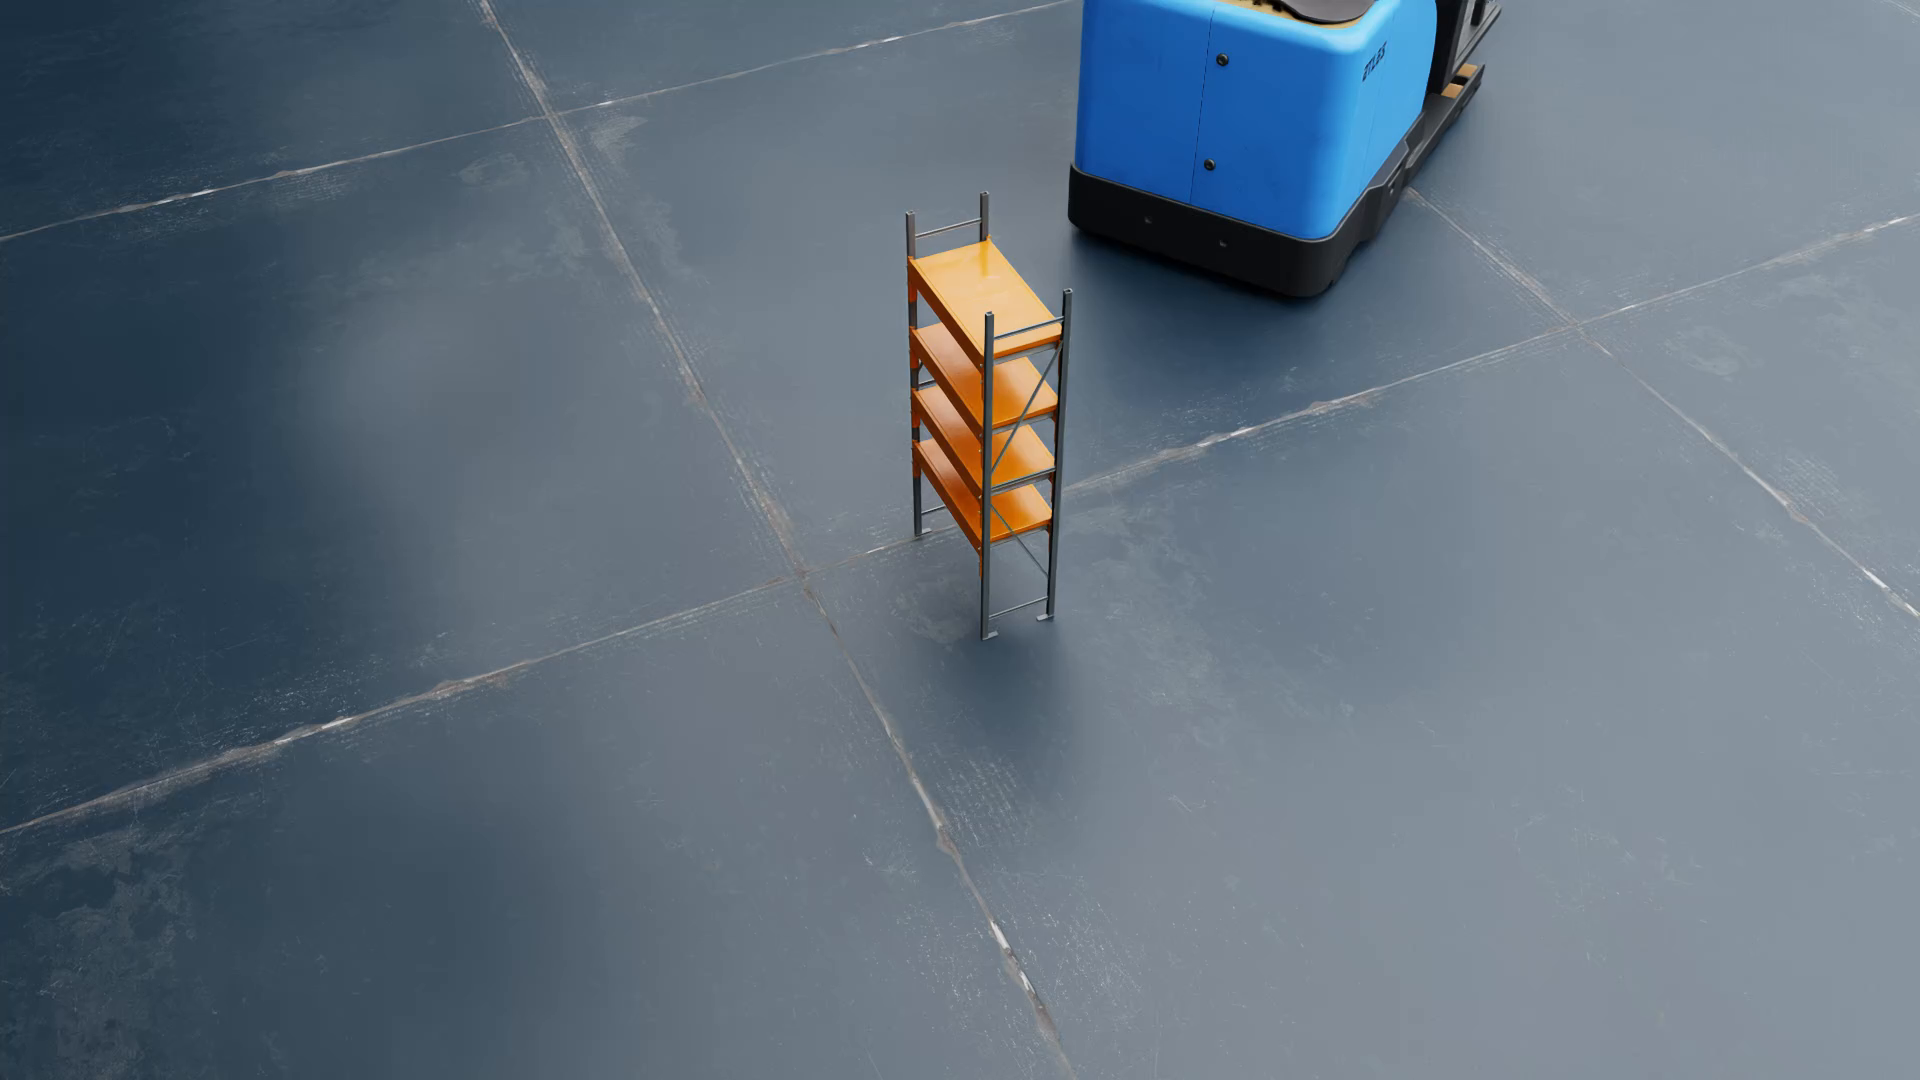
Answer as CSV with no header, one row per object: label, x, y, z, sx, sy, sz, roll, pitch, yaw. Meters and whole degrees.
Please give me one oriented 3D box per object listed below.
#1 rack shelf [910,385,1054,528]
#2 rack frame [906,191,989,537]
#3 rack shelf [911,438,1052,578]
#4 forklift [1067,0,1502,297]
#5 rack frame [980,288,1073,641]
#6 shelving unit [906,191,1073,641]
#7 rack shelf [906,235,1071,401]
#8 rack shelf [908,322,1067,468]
rack shelf,0.070,-0.274,4.769,0.258,0.148,0.480,-18,47,-17
rack frame,-0.033,-0.477,4.879,0.240,1.200,0.015,-18,47,-17
rack shelf,0.070,-0.132,4.908,0.258,0.148,0.480,-18,47,-17
forklift,1.589,-2.952,6.154,1.130,2.935,3.031,22,49,21
rack frame,0.172,-0.166,4.564,0.240,1.200,0.015,-18,47,-17
shelving unit,0.070,-0.322,4.722,0.258,1.200,0.503,-18,47,-17
rack shelf,0.070,-0.601,4.446,0.258,0.148,0.480,-18,47,-17
rack shelf,0.070,-0.433,4.612,0.258,0.148,0.480,-18,47,-17
